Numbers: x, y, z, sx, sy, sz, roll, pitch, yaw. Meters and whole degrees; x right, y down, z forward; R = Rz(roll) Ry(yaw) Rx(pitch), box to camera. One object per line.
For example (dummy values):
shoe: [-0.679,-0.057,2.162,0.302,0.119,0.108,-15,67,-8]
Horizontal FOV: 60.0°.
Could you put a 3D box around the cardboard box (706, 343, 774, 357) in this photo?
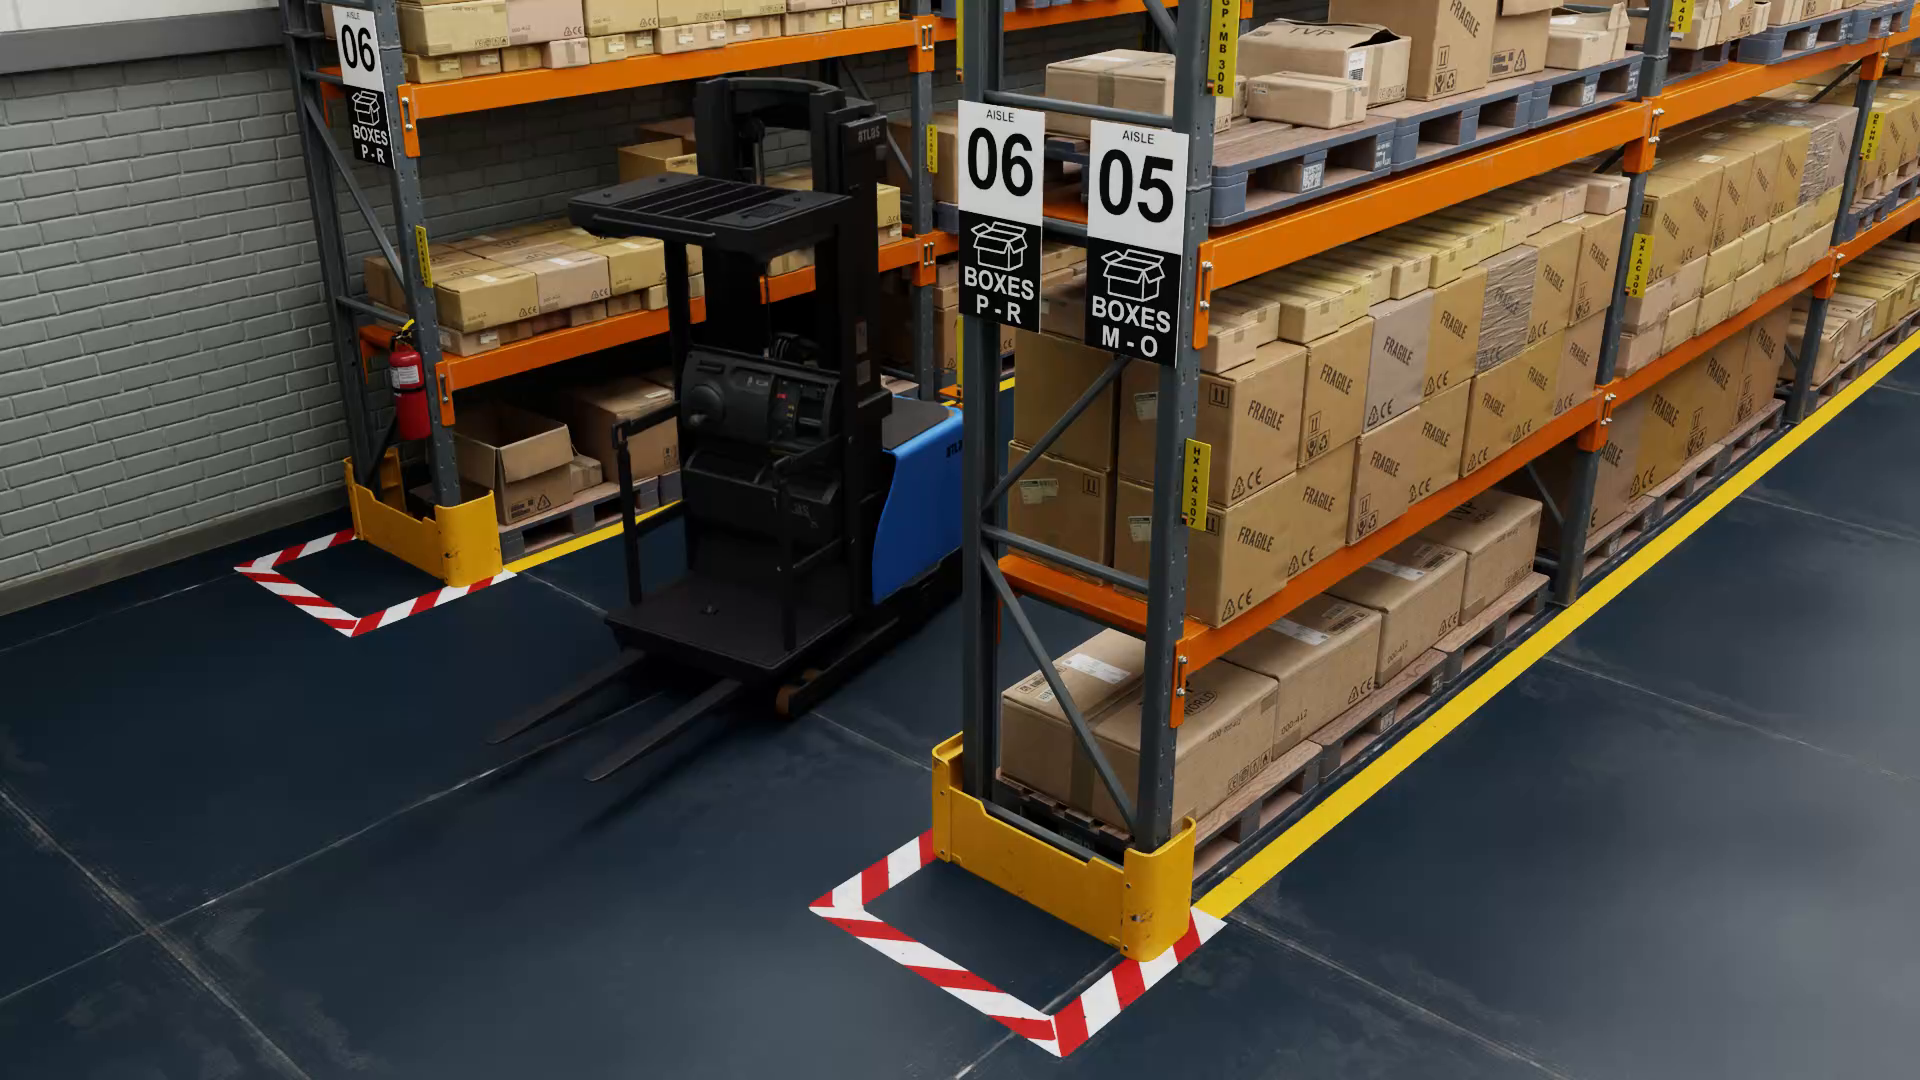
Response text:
cardboard box: [-1.506,-1.047,11.461,0.700,0.500,0.500,19,30,36]

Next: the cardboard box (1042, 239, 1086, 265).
cardboard box: [0.813,-2.377,13.634,0.380,0.149,0.250,20,31,38]

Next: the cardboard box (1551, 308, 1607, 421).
cardboard box: [2.972,-0.968,8.621,0.500,0.500,0.500,20,31,38]

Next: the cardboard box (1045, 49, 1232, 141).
cardboard box: [0.655,-1.614,6.066,0.500,0.250,0.500,17,29,33]

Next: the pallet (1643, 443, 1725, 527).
pallet: [4.364,-0.490,11.086,1.003,0.211,1.213,20,31,38]

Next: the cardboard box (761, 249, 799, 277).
cardboard box: [-1.291,-1.878,11.080,0.380,0.149,0.250,20,31,37]

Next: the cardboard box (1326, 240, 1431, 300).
cardboard box: [1.741,-1.137,6.982,0.380,0.149,0.250,20,31,38]

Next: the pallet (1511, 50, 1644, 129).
pallet: [2.537,-2.216,7.967,1.003,0.211,1.213,20,31,38]

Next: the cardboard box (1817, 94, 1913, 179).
cardboard box: [6.576,-2.960,12.186,0.500,0.500,0.500,22,32,40]

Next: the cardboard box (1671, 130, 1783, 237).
cardboard box: [4.595,-2.165,10.068,0.500,0.500,0.500,20,31,37]

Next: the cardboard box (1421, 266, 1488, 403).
cardboard box: [1.963,-0.956,7.371,0.500,0.500,0.500,20,31,38]

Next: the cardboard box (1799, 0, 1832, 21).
cardboard box: [4.800,-3.342,9.736,0.500,0.500,0.500,20,31,38]

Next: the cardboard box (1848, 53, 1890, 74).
cardboard box: [7.205,-3.834,13.343,0.250,0.149,0.380,-22,32,-40]

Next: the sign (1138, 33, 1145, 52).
sign: [1.646,-4.386,14.950,0.100,0.325,0.005,20,31,38]

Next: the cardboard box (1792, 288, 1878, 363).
cardboard box: [6.632,-1.741,13.166,0.950,0.372,0.625,19,31,37]

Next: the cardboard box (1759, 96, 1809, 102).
cardboard box: [5.857,-2.940,12.141,0.500,0.500,0.500,19,30,36]

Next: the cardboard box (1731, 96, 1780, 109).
cardboard box: [5.249,-2.771,11.419,0.500,0.500,0.500,19,30,36]

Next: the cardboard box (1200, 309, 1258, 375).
cardboard box: [0.864,-0.746,6.109,0.380,0.149,0.250,21,32,39]

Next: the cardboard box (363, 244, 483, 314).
cardboard box: [-3.168,-1.549,9.859,0.500,0.250,0.500,21,32,39]

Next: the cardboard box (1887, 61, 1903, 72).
cardboard box: [7.570,-3.727,13.897,0.500,0.500,0.500,20,31,38]

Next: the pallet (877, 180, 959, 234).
pallet: [0.007,-2.614,12.648,1.003,0.211,1.213,20,31,38]

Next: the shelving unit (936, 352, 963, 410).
shelving unit: [0.010,-0.552,10.014,0.258,1.200,0.189,20,31,38]

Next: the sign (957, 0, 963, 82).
sign: [0.027,-1.804,5.956,0.100,0.325,0.005,20,31,38]

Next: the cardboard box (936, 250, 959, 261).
cardboard box: [-0.033,-2.100,12.652,0.380,0.149,0.250,18,30,35]

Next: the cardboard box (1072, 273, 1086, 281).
cardboard box: [0.663,-0.961,6.590,0.380,0.149,0.250,21,31,38]

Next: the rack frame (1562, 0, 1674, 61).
rack frame: [3.091,-3.871,7.885,1.000,3.000,0.127,20,31,38]

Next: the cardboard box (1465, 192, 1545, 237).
cardboard box: [2.536,-1.545,7.892,0.380,0.149,0.250,20,31,37]

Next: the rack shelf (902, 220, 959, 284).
rack shelf: [0.727,-2.769,13.639,1.077,0.370,4.000,20,31,38]

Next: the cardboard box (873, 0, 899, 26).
cardboard box: [-0.628,-3.552,11.146,0.380,0.149,0.250,20,31,37]

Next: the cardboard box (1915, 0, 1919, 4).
cardboard box: [6.757,-4.241,12.249,0.797,0.503,0.637,20,31,38]

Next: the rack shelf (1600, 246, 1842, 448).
rack shelf: [4.426,-1.415,10.619,1.077,0.370,4.000,20,31,38]

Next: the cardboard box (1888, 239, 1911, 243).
cardboard box: [8.625,-2.762,15.591,0.500,0.250,0.500,22,32,40]

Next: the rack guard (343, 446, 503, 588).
rack guard: [-3.227,-0.152,9.978,1.175,0.500,0.348,20,31,38]

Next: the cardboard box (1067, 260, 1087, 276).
cardboard box: [0.918,-2.097,13.803,0.500,0.500,0.500,19,30,36]

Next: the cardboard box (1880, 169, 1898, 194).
cardboard box: [6.746,-2.704,12.407,0.380,0.149,0.250,20,31,38]

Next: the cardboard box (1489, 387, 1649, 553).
cardboard box: [3.445,-0.567,9.931,0.875,0.875,0.875,21,32,39]

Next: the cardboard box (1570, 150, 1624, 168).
cardboard box: [3.542,-2.000,9.700,0.500,0.500,0.500,21,32,39]

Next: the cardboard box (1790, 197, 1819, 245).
cardboard box: [5.287,-2.138,10.924,0.500,0.250,0.500,19,30,36]

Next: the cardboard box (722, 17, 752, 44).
cardboard box: [-1.510,-3.173,10.302,0.380,0.149,0.250,21,31,38]

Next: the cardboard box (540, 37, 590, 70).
cardboard box: [-2.309,-2.765,9.392,0.380,0.149,0.250,21,32,39]

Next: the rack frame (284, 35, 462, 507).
rack frame: [-3.278,-1.269,9.415,1.000,3.000,0.127,20,31,38]

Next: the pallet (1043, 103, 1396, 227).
pallet: [0.909,-1.472,6.309,1.003,0.211,1.213,20,31,38]

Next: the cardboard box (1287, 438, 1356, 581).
cardboard box: [1.272,-0.190,6.886,0.500,0.500,0.500,20,31,37]

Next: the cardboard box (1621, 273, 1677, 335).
cardboard box: [3.595,-1.351,9.168,0.500,0.250,0.500,19,30,36]

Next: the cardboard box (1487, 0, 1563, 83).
cardboard box: [2.215,-2.367,7.435,0.637,0.503,0.797,-21,32,-39]

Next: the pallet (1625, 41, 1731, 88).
pallet: [3.666,-2.708,9.191,0.805,0.209,1.217,19,30,36]

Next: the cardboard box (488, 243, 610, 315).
cardboard box: [-2.438,-1.555,9.871,0.500,0.250,0.500,21,31,38]

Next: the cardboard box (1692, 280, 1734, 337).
cardboard box: [4.279,-1.437,9.972,0.500,0.250,0.500,20,31,37]

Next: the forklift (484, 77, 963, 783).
forklift: [-1.121,-0.669,8.159,1.130,2.935,3.031,14,28,28]

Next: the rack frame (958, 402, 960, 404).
rack frame: [0.071,-0.580,10.077,0.240,1.200,0.006,20,31,38]

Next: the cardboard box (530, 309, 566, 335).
cardboard box: [-2.569,-1.360,9.923,0.380,0.149,0.250,20,31,37]

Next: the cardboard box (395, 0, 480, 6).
cardboard box: [-2.794,-3.000,8.817,0.500,0.250,0.500,20,31,37]

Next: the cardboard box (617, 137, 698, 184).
cardboard box: [-1.773,-2.201,10.395,0.500,0.500,0.500,21,32,39]

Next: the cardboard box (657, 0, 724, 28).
cardboard box: [-1.775,-3.243,9.970,0.500,0.250,0.500,20,31,37]
